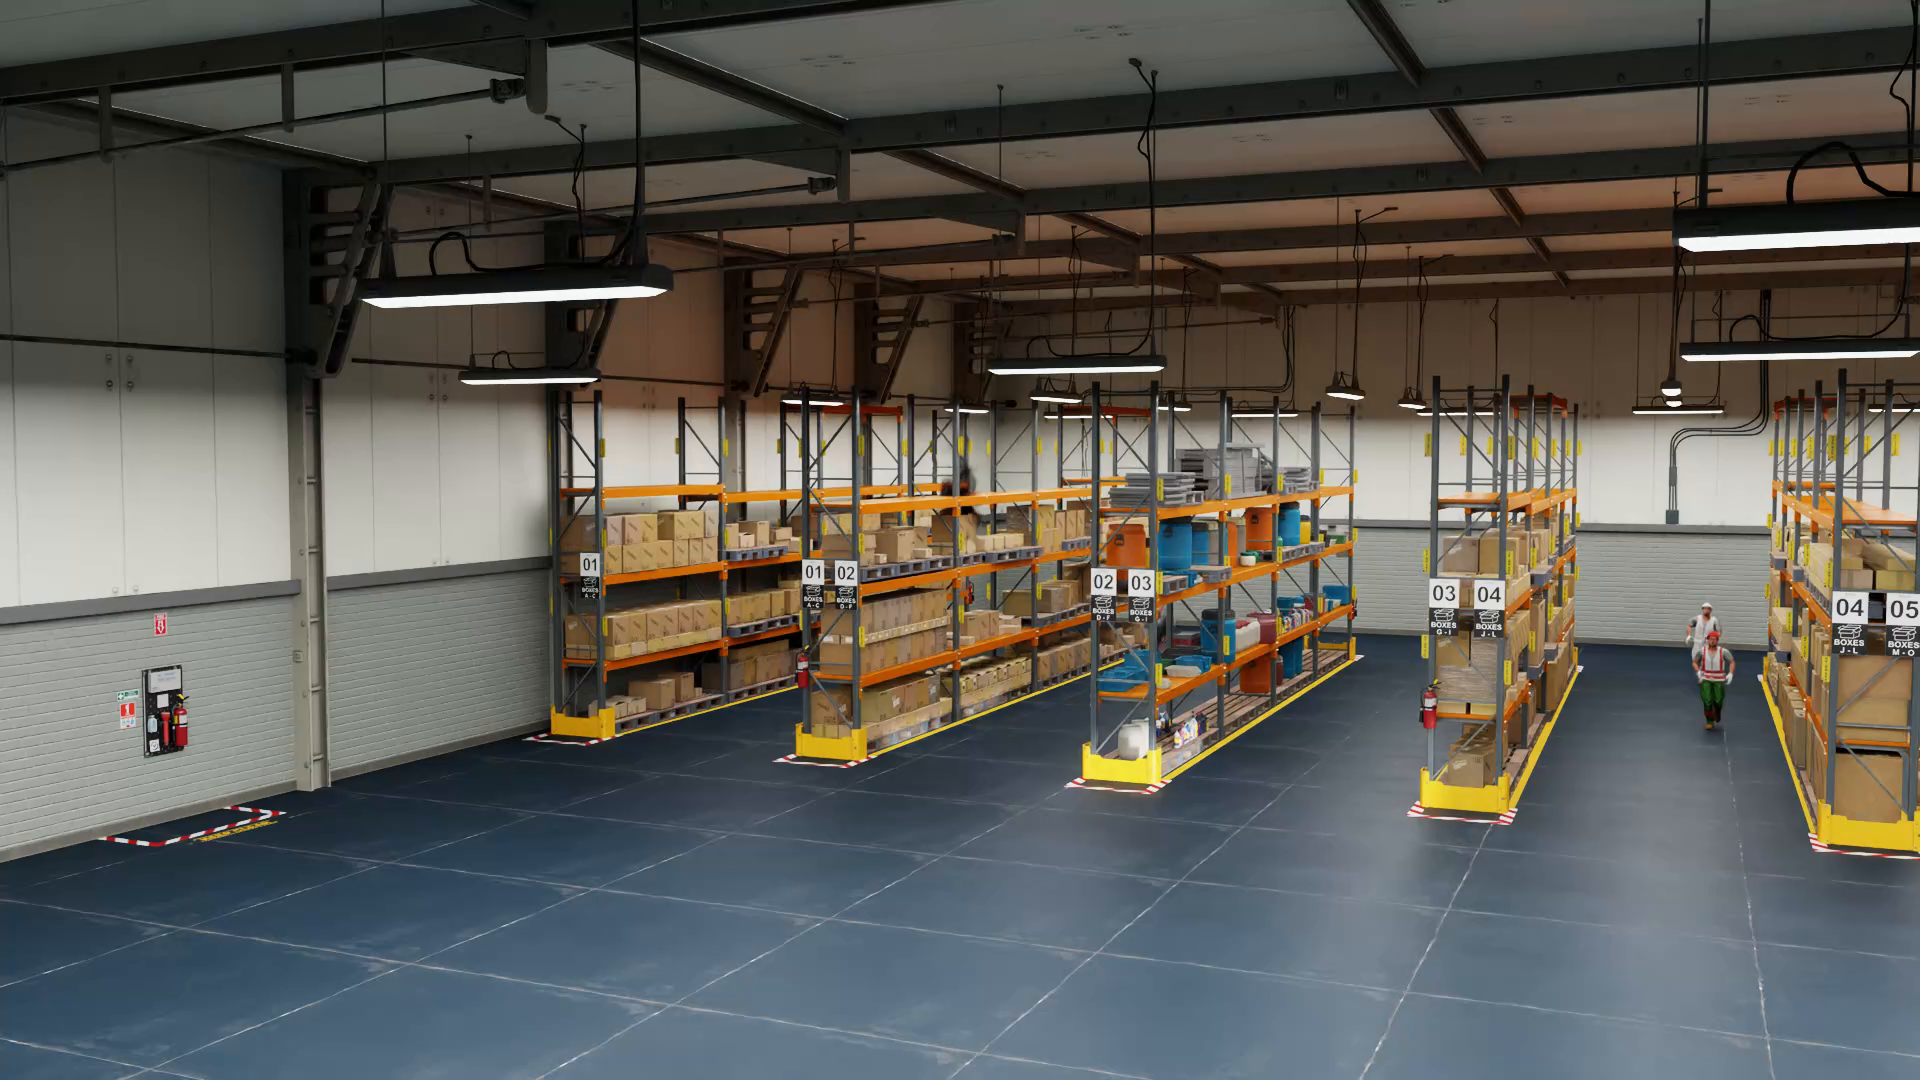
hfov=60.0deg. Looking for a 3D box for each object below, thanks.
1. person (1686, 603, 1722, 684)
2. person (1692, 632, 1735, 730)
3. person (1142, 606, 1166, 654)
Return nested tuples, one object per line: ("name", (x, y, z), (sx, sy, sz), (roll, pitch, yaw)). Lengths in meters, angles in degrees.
("person", (15.753, 2.197, 35.226), (0.694, 1.724, 0.571), (1, 3, 25))
("person", (13.420, 2.498, 29.633), (0.692, 1.742, 0.622), (2, 4, 26))
("person", (4.207, 2.208, 35.494), (0.657, 1.669, 0.582), (1, 3, 9))
